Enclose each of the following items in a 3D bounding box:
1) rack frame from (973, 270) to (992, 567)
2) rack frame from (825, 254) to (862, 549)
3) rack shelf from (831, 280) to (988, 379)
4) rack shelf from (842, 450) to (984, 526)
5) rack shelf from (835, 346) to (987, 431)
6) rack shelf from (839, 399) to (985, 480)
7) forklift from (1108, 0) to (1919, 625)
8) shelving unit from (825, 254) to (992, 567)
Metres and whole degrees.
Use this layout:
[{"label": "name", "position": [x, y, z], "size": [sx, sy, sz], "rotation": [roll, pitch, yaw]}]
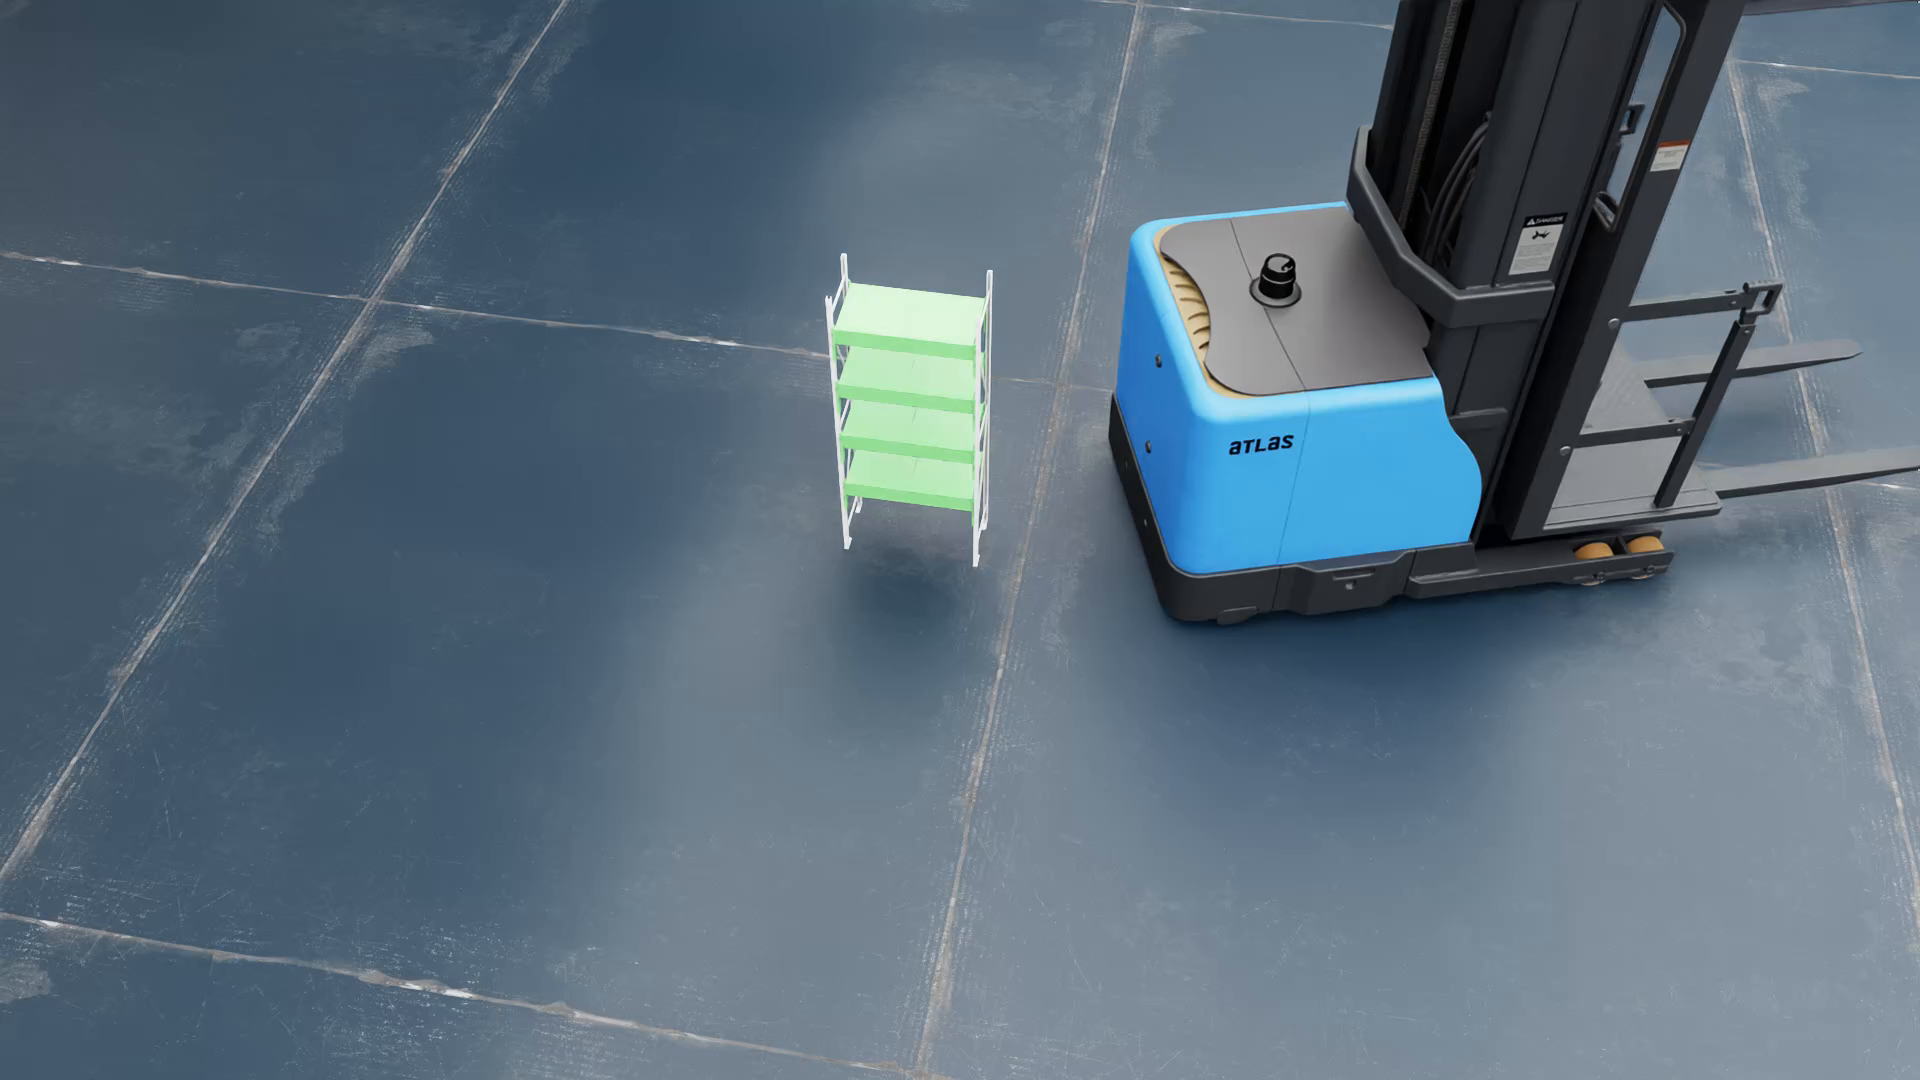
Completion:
[{"label": "rack frame", "position": [0.077, -0.391, 5.794], "size": [0.015, 1.200, 0.240], "rotation": [8, 49, 7]}, {"label": "rack frame", "position": [-0.403, -0.455, 5.852], "size": [0.015, 1.200, 0.240], "rotation": [8, 49, 7]}, {"label": "rack shelf", "position": [-0.163, -0.701, 5.514], "size": [0.480, 0.148, 0.258], "rotation": [8, 49, 7]}, {"label": "rack shelf", "position": [-0.163, -0.220, 6.049], "size": [0.480, 0.148, 0.258], "rotation": [8, 49, 7]}, {"label": "rack shelf", "position": [-0.163, -0.541, 5.692], "size": [0.480, 0.148, 0.258], "rotation": [8, 49, 7]}, {"label": "rack shelf", "position": [-0.163, -0.380, 5.871], "size": [0.480, 0.148, 0.258], "rotation": [8, 49, 7]}, {"label": "forklift", "position": [2.144, -1.197, 5.355], "size": [3.031, 2.935, 1.130], "rotation": [-7, 48, -6]}, {"label": "shelving unit", "position": [-0.163, -0.423, 5.823], "size": [0.503, 1.200, 0.258], "rotation": [8, 49, 7]}]
